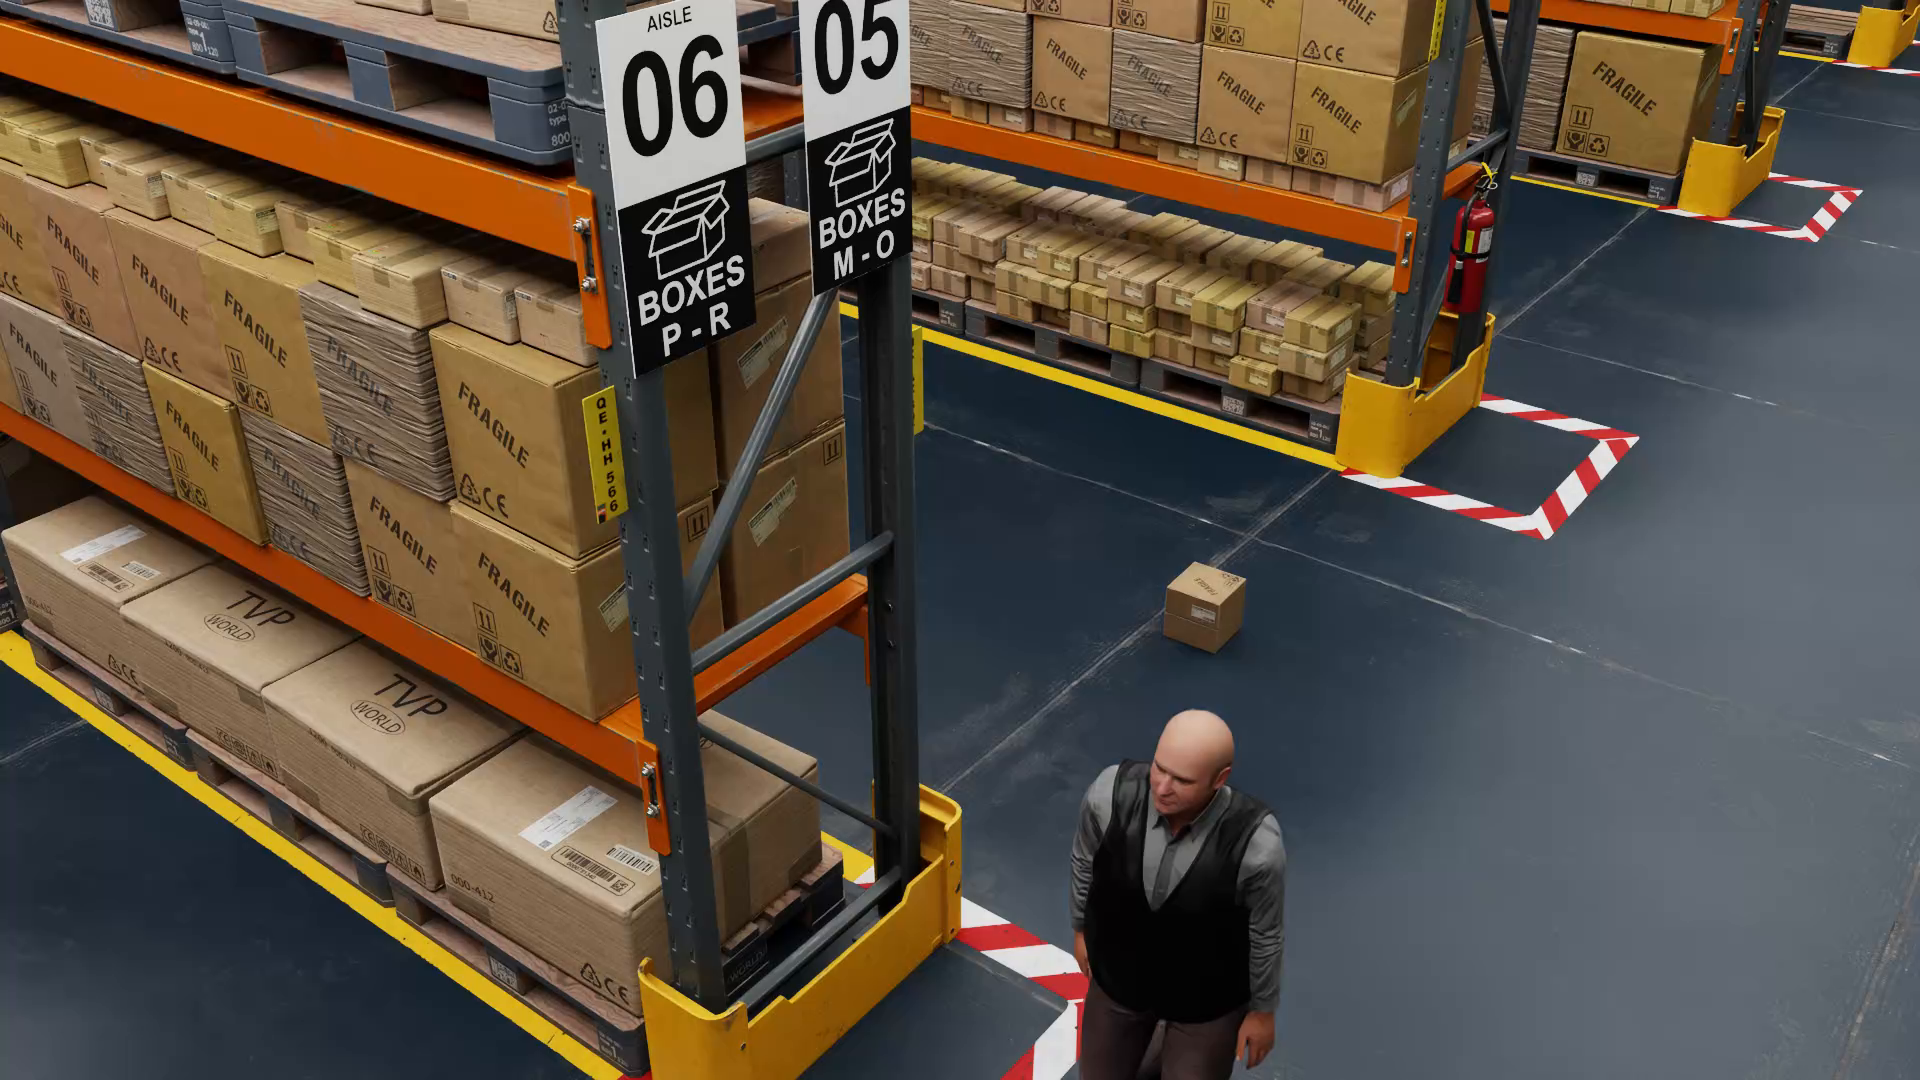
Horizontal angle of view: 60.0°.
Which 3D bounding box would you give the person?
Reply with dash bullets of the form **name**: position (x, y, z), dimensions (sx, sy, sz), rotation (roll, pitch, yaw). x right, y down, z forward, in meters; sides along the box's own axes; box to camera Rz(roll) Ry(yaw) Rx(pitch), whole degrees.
- **person**: position (0.553, 1.095, 4.293), dimensions (0.585, 1.714, 0.688), rotation (13, 33, 21)
